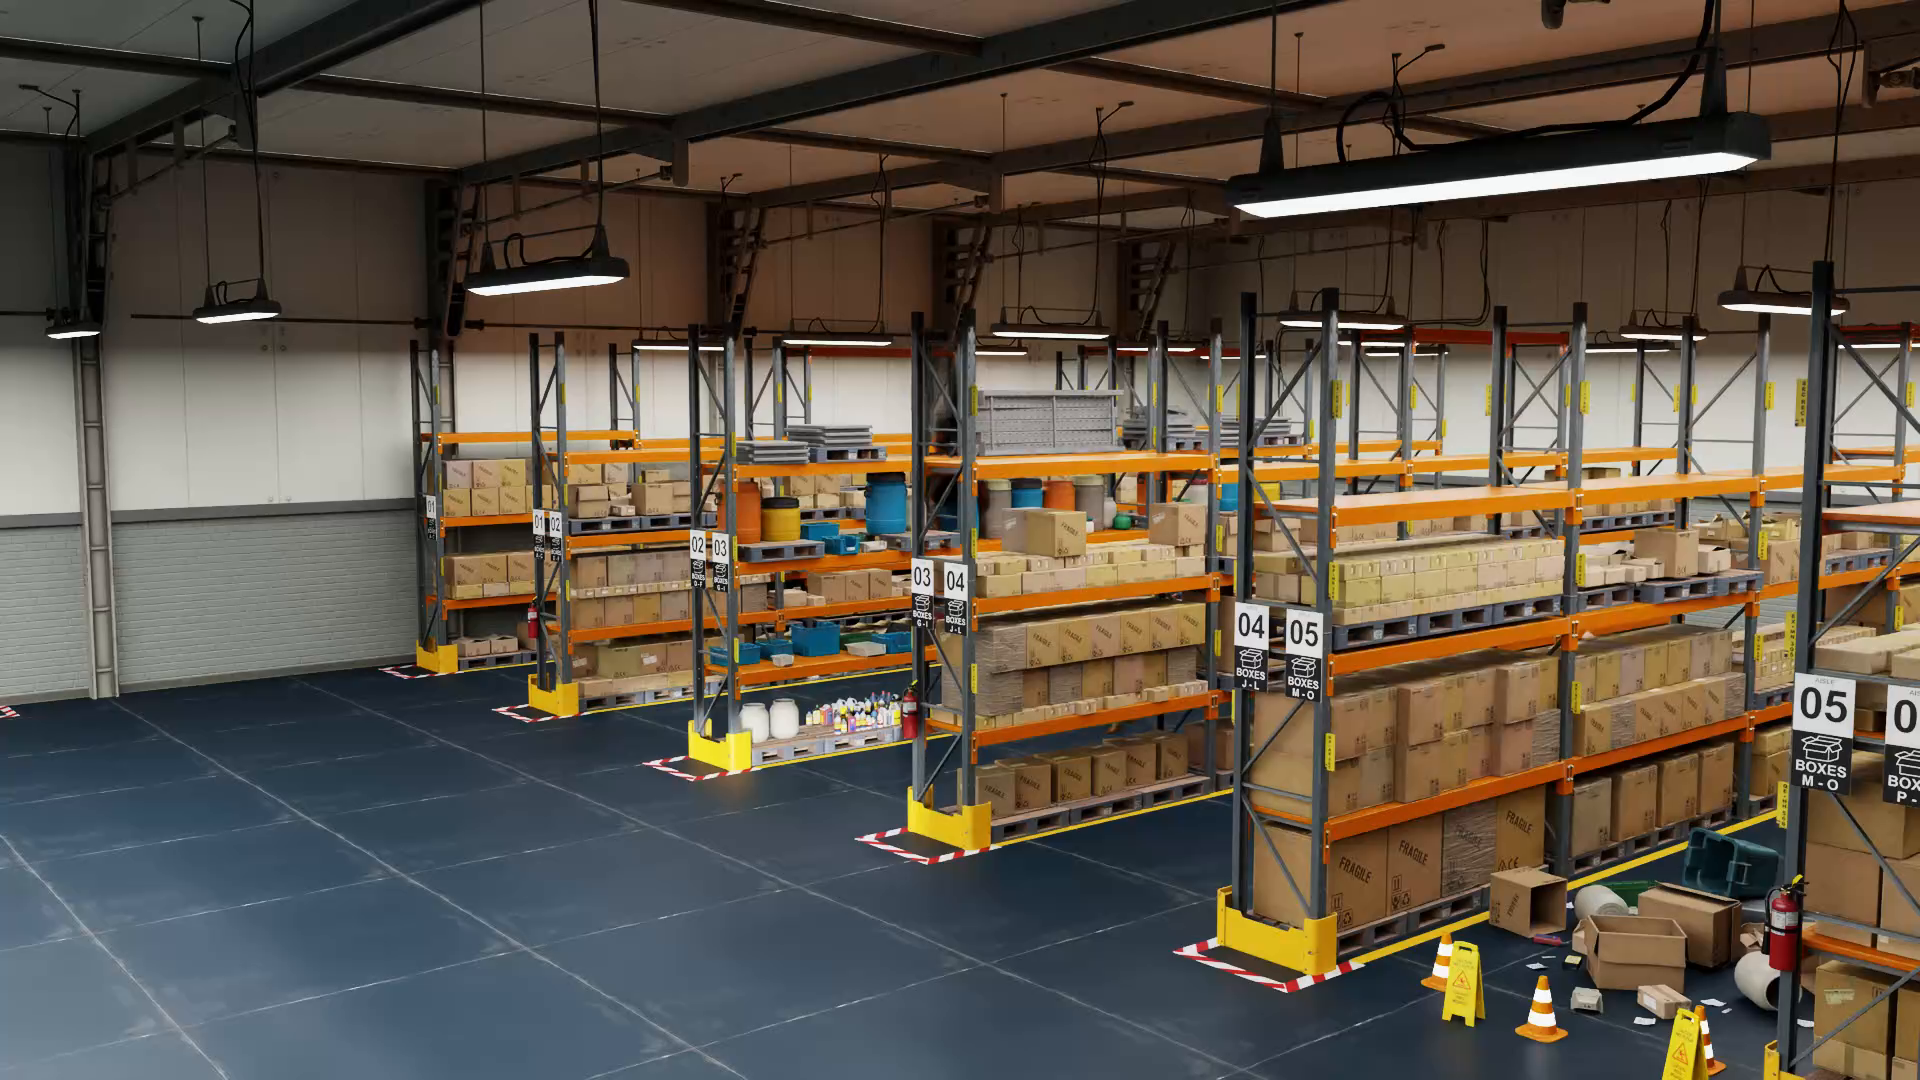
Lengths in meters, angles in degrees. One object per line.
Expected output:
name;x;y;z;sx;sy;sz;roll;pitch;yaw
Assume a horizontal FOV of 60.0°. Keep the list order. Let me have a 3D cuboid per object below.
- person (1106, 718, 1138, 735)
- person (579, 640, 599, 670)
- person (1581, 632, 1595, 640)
person;2.326;1.824;23.743;0.657;1.776;0.968;4;7;38
person;-6.450;1.685;28.474;0.780;1.738;0.598;-5;7;-44
person;8.712;2.158;23.124;0.712;1.764;0.918;4;7;38
